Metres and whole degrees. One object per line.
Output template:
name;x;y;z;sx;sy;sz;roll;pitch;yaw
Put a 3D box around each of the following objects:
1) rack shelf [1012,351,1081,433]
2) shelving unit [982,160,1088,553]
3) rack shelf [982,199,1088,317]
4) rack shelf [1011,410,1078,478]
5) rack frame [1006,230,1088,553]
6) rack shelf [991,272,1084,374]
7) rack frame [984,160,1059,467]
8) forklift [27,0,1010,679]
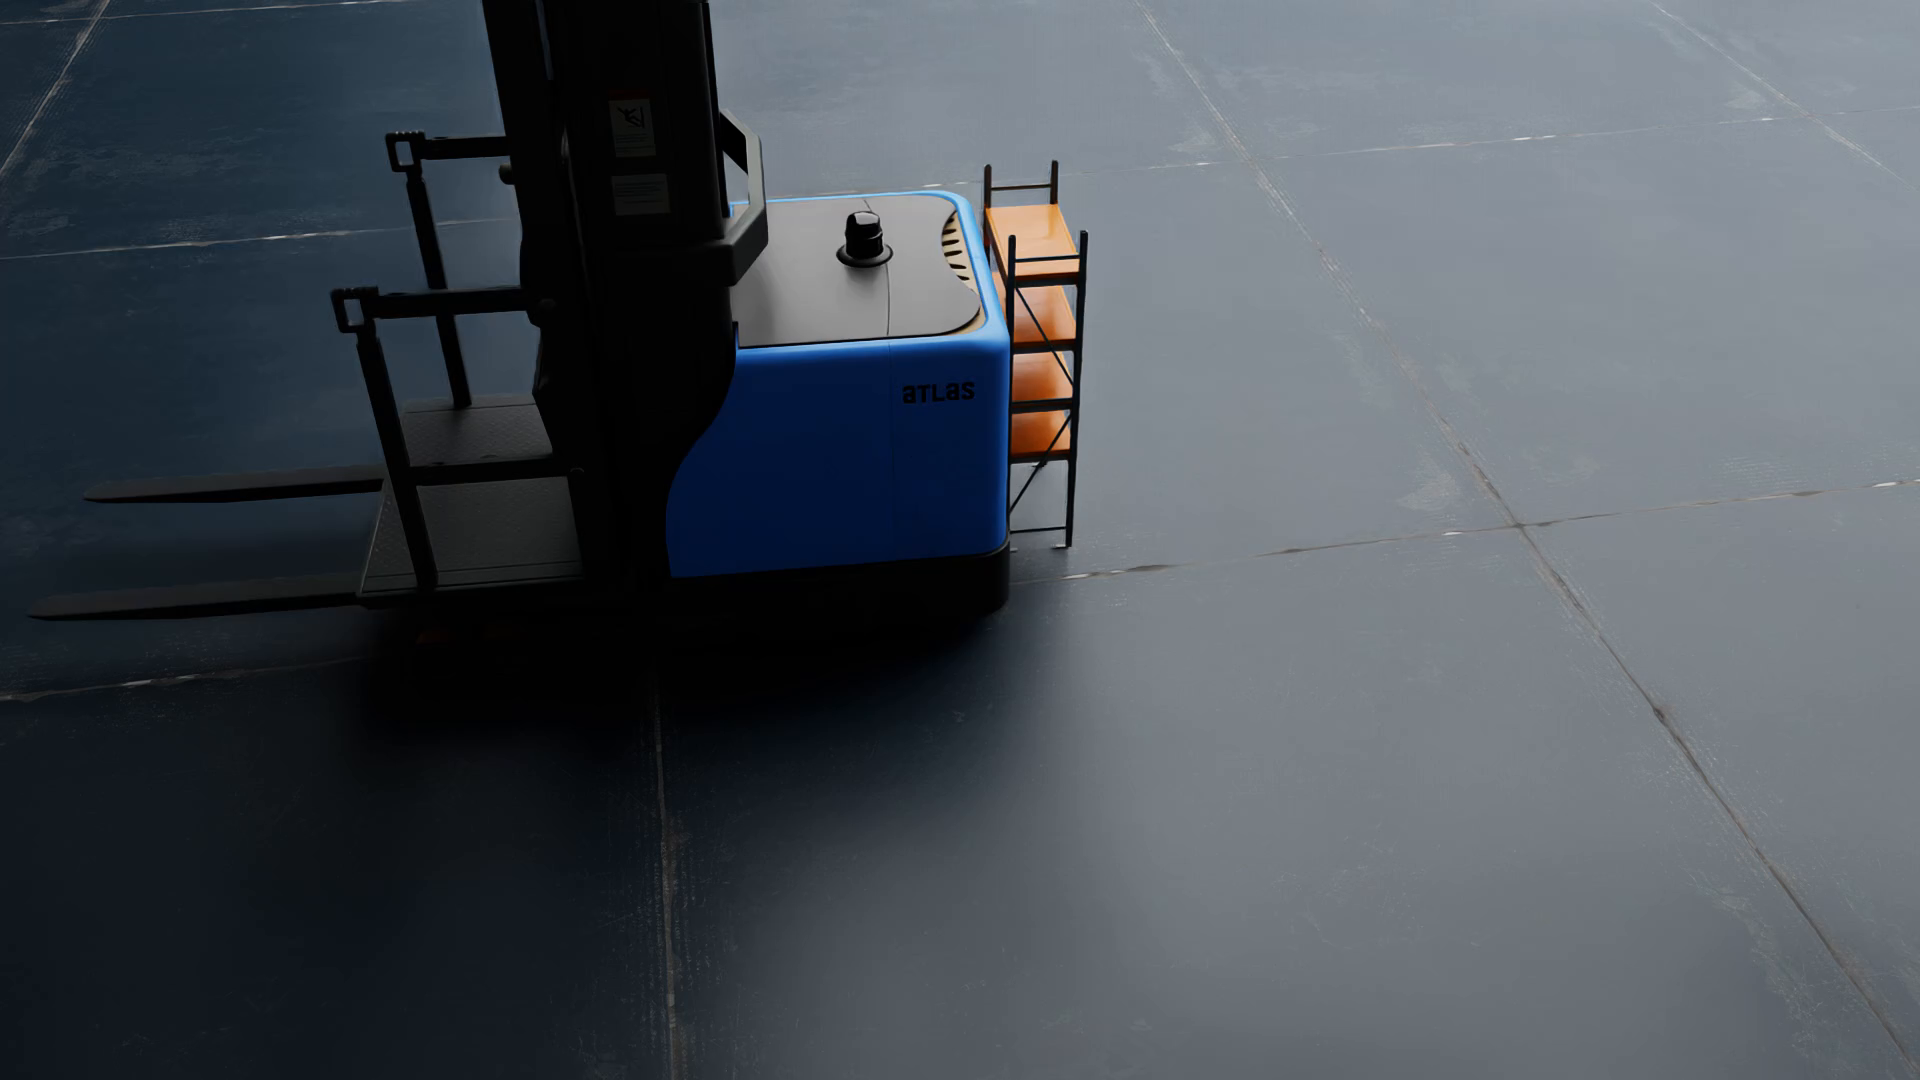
rack shelf;0.231;-0.538;5.575;0.258;0.148;0.480;-5;38;-6
shelving unit;0.231;-0.591;5.533;0.258;1.200;0.503;-5;38;-6
rack shelf;0.231;-0.902;5.292;0.258;0.148;0.480;-5;38;-6
rack shelf;0.231;-0.382;5.696;0.258;0.148;0.480;-5;38;-6
rack frame;0.264;-0.443;5.342;0.240;1.200;0.015;-5;38;-6
rack shelf;0.231;-0.715;5.437;0.258;0.148;0.480;-5;38;-6
rack frame;0.198;-0.740;5.724;0.240;1.200;0.015;-5;38;-6
forklift;-1.398;-1.070;4.738;3.031;2.935;1.130;-4;38;-6
